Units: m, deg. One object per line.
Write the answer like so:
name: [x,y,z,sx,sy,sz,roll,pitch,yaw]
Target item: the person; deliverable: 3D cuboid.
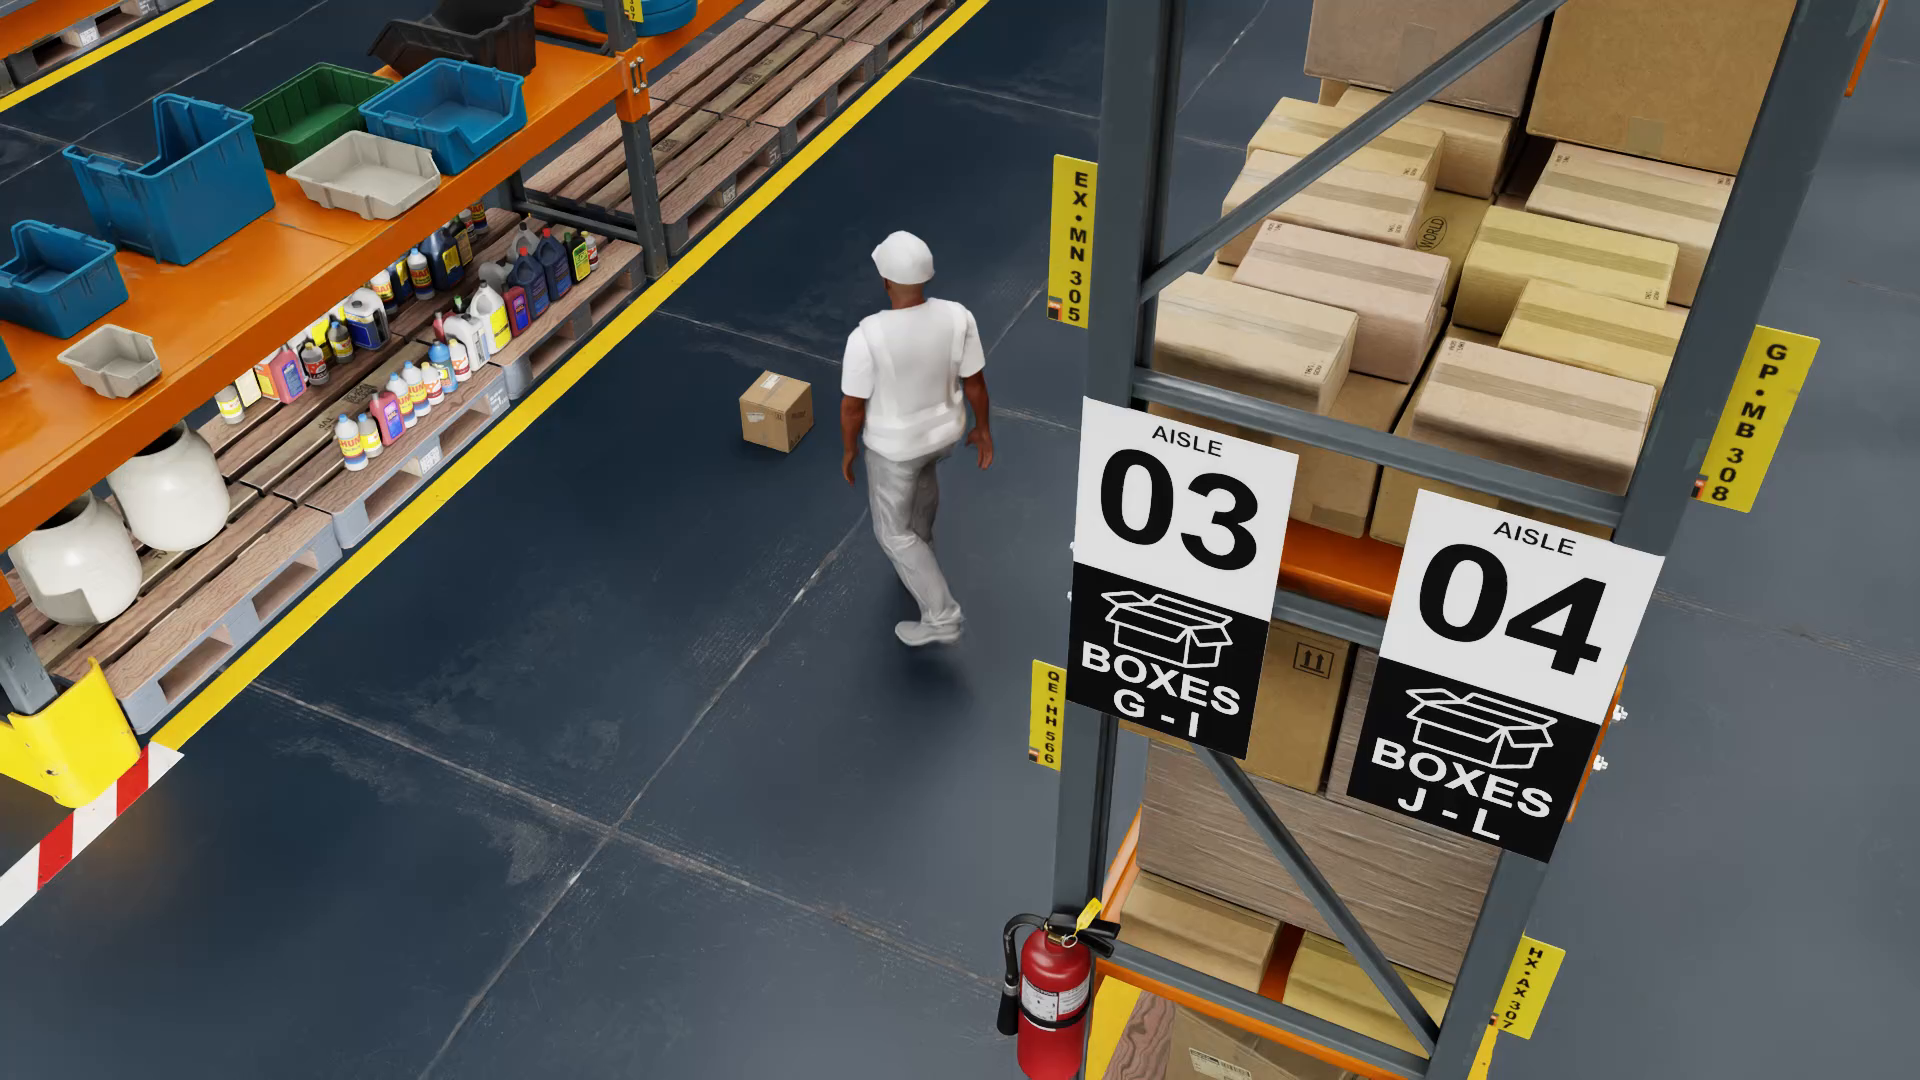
person: [-0.172,-0.410,6.612,0.602,1.727,0.913,-20,46,-21]
